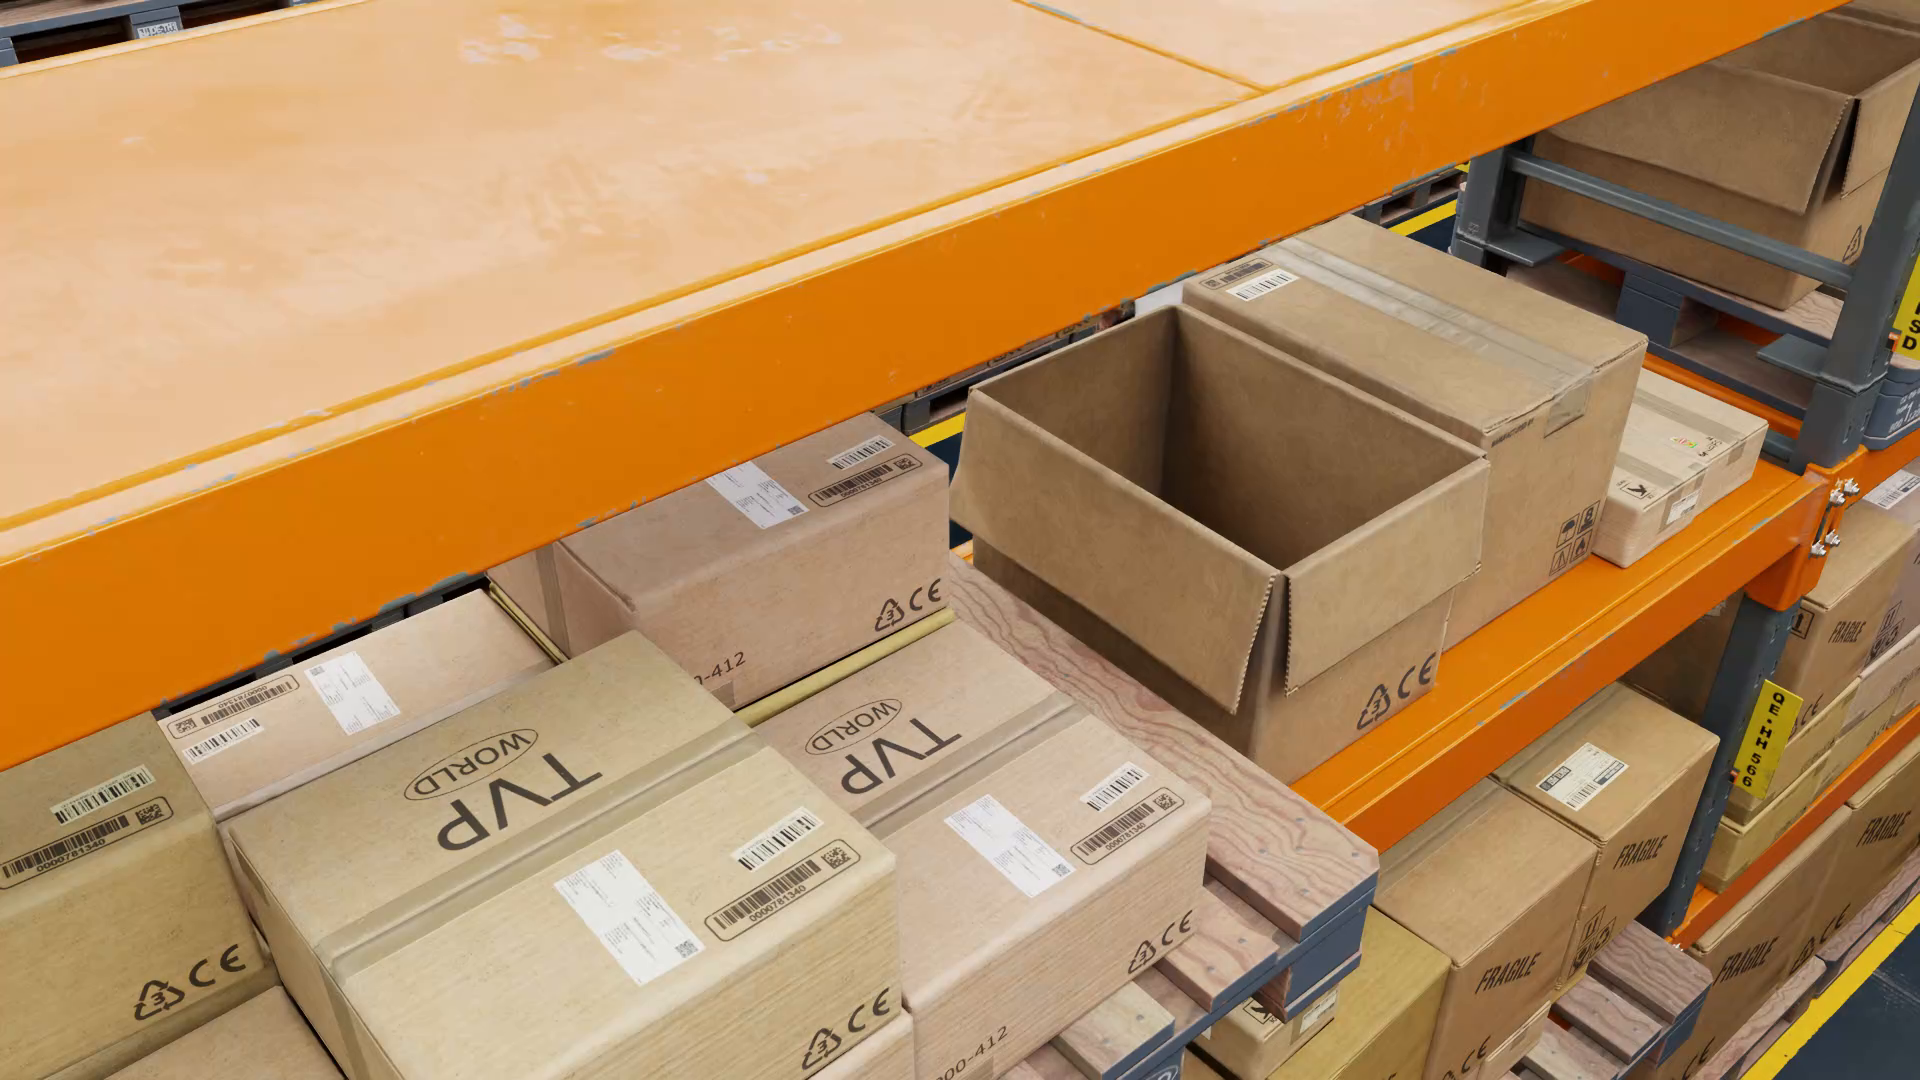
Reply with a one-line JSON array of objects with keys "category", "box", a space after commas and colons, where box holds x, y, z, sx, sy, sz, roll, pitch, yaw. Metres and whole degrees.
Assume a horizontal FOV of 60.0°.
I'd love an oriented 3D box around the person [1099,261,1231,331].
[{"category": "person", "box": [1.083, -1.155, 8.286, 1.194, 1.717, 0.637, -25, 43, -31]}]
